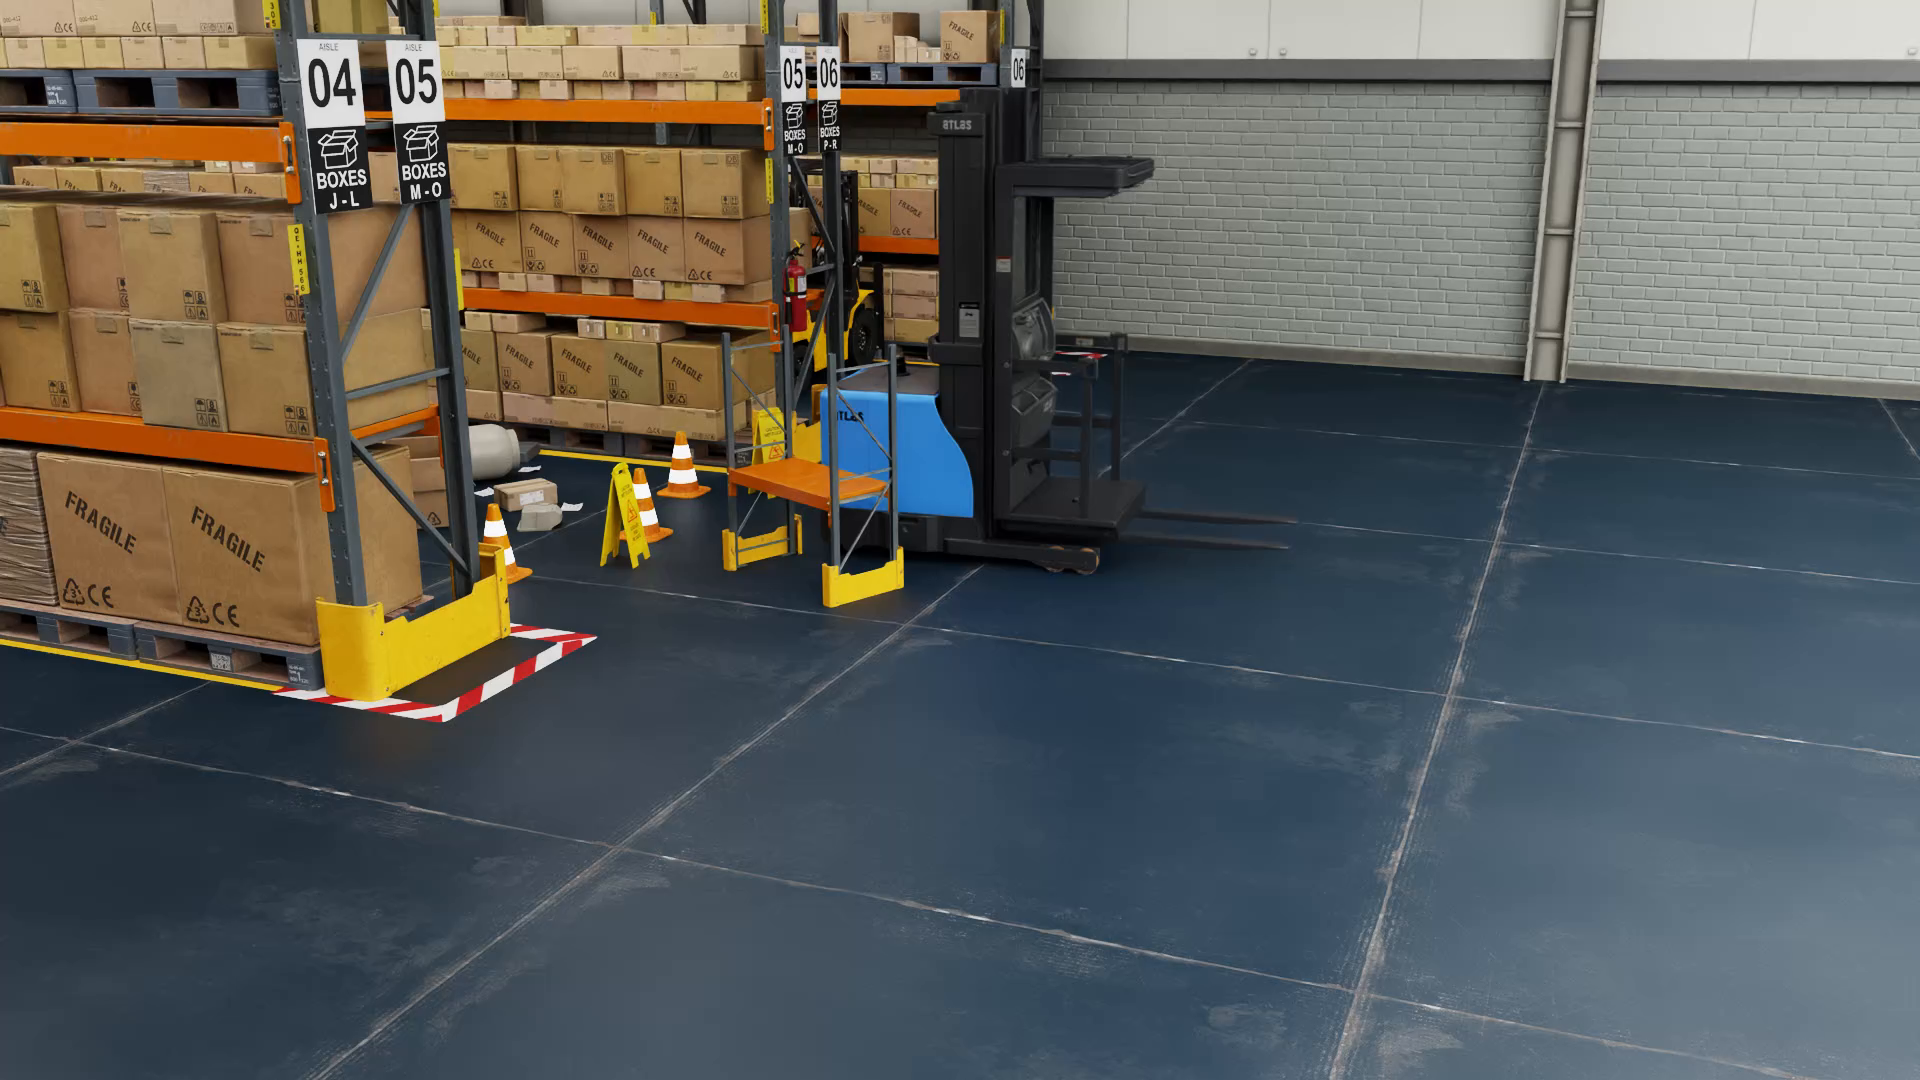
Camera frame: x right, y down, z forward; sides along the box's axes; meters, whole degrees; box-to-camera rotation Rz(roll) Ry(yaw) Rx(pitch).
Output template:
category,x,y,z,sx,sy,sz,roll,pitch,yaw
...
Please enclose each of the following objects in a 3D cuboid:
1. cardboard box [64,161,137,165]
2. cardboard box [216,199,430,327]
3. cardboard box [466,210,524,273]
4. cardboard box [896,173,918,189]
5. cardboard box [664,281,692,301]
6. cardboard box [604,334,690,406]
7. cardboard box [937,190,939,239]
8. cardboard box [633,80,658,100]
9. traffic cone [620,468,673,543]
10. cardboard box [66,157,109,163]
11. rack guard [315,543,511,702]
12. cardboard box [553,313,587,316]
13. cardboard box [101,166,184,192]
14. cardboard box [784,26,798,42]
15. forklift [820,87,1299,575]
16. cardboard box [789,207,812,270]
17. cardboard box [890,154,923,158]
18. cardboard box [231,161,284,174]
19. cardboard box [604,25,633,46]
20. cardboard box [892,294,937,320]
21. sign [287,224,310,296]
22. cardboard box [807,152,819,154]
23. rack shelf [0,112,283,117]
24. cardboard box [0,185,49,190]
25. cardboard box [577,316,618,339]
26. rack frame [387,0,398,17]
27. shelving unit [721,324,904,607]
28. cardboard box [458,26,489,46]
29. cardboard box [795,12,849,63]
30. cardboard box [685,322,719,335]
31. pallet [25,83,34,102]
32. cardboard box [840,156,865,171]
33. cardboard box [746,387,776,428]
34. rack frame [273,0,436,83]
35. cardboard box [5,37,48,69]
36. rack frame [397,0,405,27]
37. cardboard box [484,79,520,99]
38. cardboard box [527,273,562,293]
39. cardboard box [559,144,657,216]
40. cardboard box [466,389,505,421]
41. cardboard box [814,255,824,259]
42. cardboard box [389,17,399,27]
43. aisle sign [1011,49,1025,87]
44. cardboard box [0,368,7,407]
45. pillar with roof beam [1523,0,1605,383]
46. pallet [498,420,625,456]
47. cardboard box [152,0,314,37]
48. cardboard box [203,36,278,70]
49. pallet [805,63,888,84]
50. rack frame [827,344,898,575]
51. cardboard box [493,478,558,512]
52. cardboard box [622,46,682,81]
category,x,y,z,sx,sy,sz,roll,pitch,yaw
cardboard box,-8.101,-3.323,15.773,0.500,0.500,0.500,6,17,19
cardboard box,-3.237,-1.431,8.515,0.550,0.550,0.875,6,17,21
cardboard box,-3.660,-2.469,13.585,0.500,0.500,0.500,6,17,20
cardboard box,-0.485,-3.785,17.490,0.250,0.149,0.380,6,17,20
cardboard box,-2.117,-1.977,13.055,0.250,0.149,0.380,6,17,20
cardboard box,-2.511,-1.394,13.430,0.500,0.500,0.500,7,18,23
cardboard box,0.080,-3.404,17.340,0.500,0.500,0.500,6,17,19
cardboard box,-2.308,-3.466,12.803,0.250,0.149,0.380,6,17,21
traffic cone,-2.148,-0.255,11.221,0.334,0.463,0.336,6,17,21
cardboard box,-11.817,-5.254,22.281,0.500,0.500,0.500,6,17,19
rack guard,-2.884,0.411,8.862,0.348,0.500,1.175,6,17,21
cardboard box,-4.296,-2.976,19.551,0.625,0.625,0.875,6,17,20
cardboard box,-7.308,-3.087,14.961,0.500,0.500,0.500,7,17,22
cardboard box,-1.439,-3.878,12.792,0.250,0.149,0.380,6,17,20
forklift,0.660,-1.352,10.573,3.031,2.935,1.130,5,17,16
cardboard box,-1.523,-2.397,13.339,0.500,0.500,0.500,6,17,20
cardboard box,-0.561,-4.075,17.952,0.250,0.149,0.380,7,18,22
cardboard box,-6.063,-3.255,14.377,0.250,0.149,0.380,6,17,19
cardboard box,-2.519,-3.871,12.767,0.250,0.149,0.380,6,17,21
cardboard box,-0.396,-2.518,17.749,0.500,0.250,0.500,6,17,20
sign,-3.118,-1.322,7.847,0.005,0.325,0.100,6,17,21
cardboard box,-1.720,-4.230,18.488,0.250,0.149,0.380,6,17,20
rack shelf,-6.765,-3.795,14.776,4.000,0.370,1.077,6,17,21
cardboard box,-5.742,-1.719,9.509,0.550,0.550,0.875,6,17,21
cardboard box,-2.868,-1.727,13.414,0.250,0.149,0.380,7,18,23
rack frame,-6.808,-7.073,19.398,0.127,3.000,1.000,6,17,21
shelving unit,-0.921,-0.486,10.157,0.587,1.500,1.083,-15,22,-41
cardboard box,-3.753,-3.987,13.166,0.250,0.149,0.380,6,17,19
cardboard box,-1.313,-5.296,17.539,0.637,0.503,0.797,7,18,22
cardboard box,-2.343,-1.536,13.919,0.500,0.500,0.500,6,17,19
pallet,-5.870,-2.513,9.228,1.213,0.211,1.003,6,17,21
cardboard box,-1.206,-4.014,17.742,0.250,0.149,0.380,7,17,21
cardboard box,-1.833,-1.122,13.835,0.500,0.250,0.500,6,17,20
rack frame,-2.906,-3.673,7.685,0.127,3.000,1.000,6,17,21
cardboard box,-4.521,-2.438,8.328,0.250,0.149,0.380,6,17,21
rack frame,-4.905,-5.376,13.552,0.127,3.000,1.000,6,17,21
cardboard box,-3.538,-3.565,13.144,0.250,0.149,0.380,6,17,20
cardboard box,-3.298,-2.107,13.503,0.250,0.149,0.380,6,17,20
cardboard box,-2.719,-2.832,13.042,0.500,0.500,0.700,6,17,20
cardboard box,-3.954,-1.194,14.086,0.500,0.250,0.500,7,18,24
cardboard box,-1.616,-3.041,18.654,0.500,0.250,0.500,6,17,21
cardboard box,-6.223,-5.793,19.256,0.500,0.500,0.500,6,17,21
aisle sign,0.587,-4.539,16.767,0.004,0.787,0.394,6,17,21
cardboard box,-5.300,-1.102,9.322,0.550,0.550,0.875,6,17,21
pillar with roof beam,4.319,-4.830,11.669,0.400,9.000,9.100,6,17,21
pallet,-3.128,-0.972,14.144,1.213,0.211,1.003,6,17,21
cardboard box,-3.464,-2.531,7.933,0.500,0.250,0.500,7,17,21
cardboard box,-3.340,-2.308,7.880,0.250,0.149,0.380,6,17,21
pallet,-1.153,-4.975,17.710,1.213,0.211,1.003,6,17,21
rack frame,-0.565,-0.381,9.797,0.500,1.500,0.032,-15,22,-41
cardboard box,-3.144,-0.327,12.034,0.380,0.149,0.250,-12,20,-37
cardboard box,-2.221,-3.635,12.671,0.500,0.250,0.500,6,17,20
